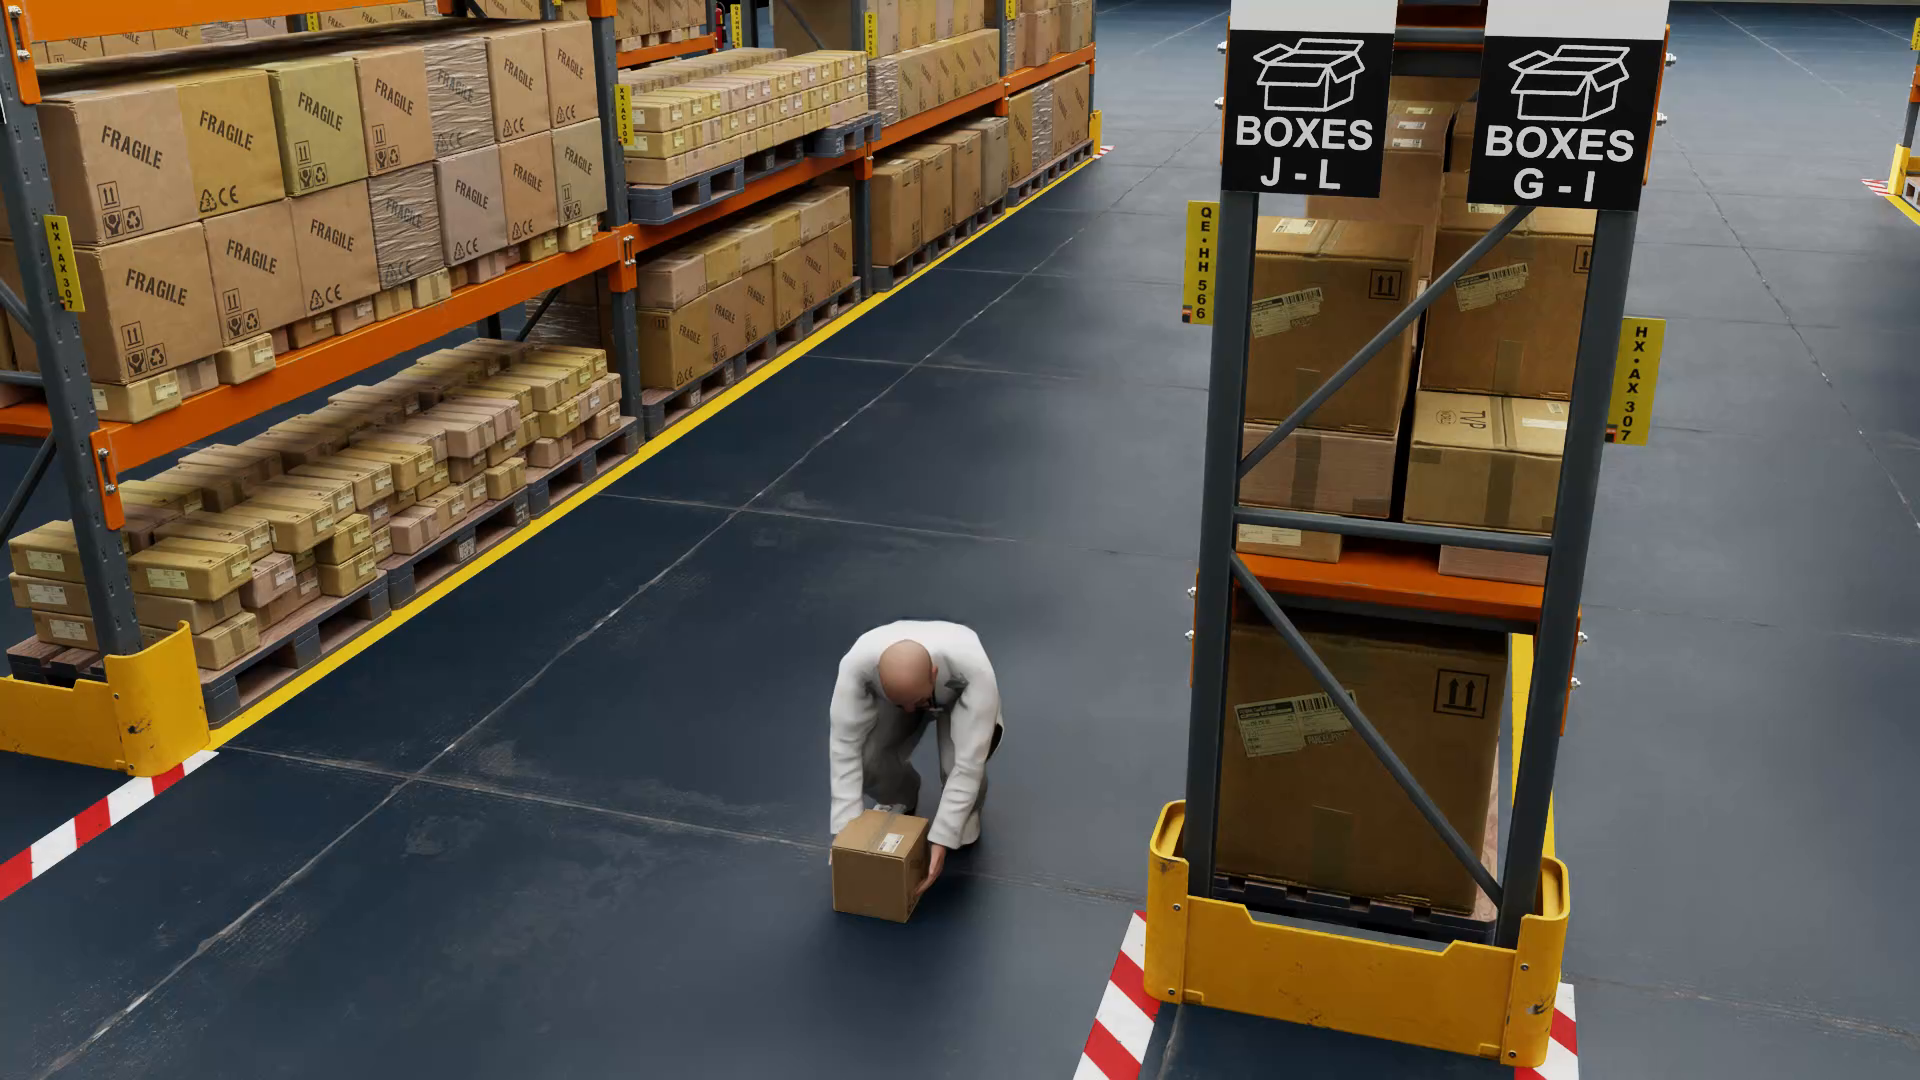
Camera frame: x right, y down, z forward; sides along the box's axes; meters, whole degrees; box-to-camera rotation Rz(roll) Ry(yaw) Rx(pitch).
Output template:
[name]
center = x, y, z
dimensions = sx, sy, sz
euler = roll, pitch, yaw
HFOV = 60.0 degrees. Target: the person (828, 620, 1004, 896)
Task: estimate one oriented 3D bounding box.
[person]
center = -0.136, 0.631, 5.686
dimensions = 0.603, 0.918, 0.906
euler = 6, 22, 15
